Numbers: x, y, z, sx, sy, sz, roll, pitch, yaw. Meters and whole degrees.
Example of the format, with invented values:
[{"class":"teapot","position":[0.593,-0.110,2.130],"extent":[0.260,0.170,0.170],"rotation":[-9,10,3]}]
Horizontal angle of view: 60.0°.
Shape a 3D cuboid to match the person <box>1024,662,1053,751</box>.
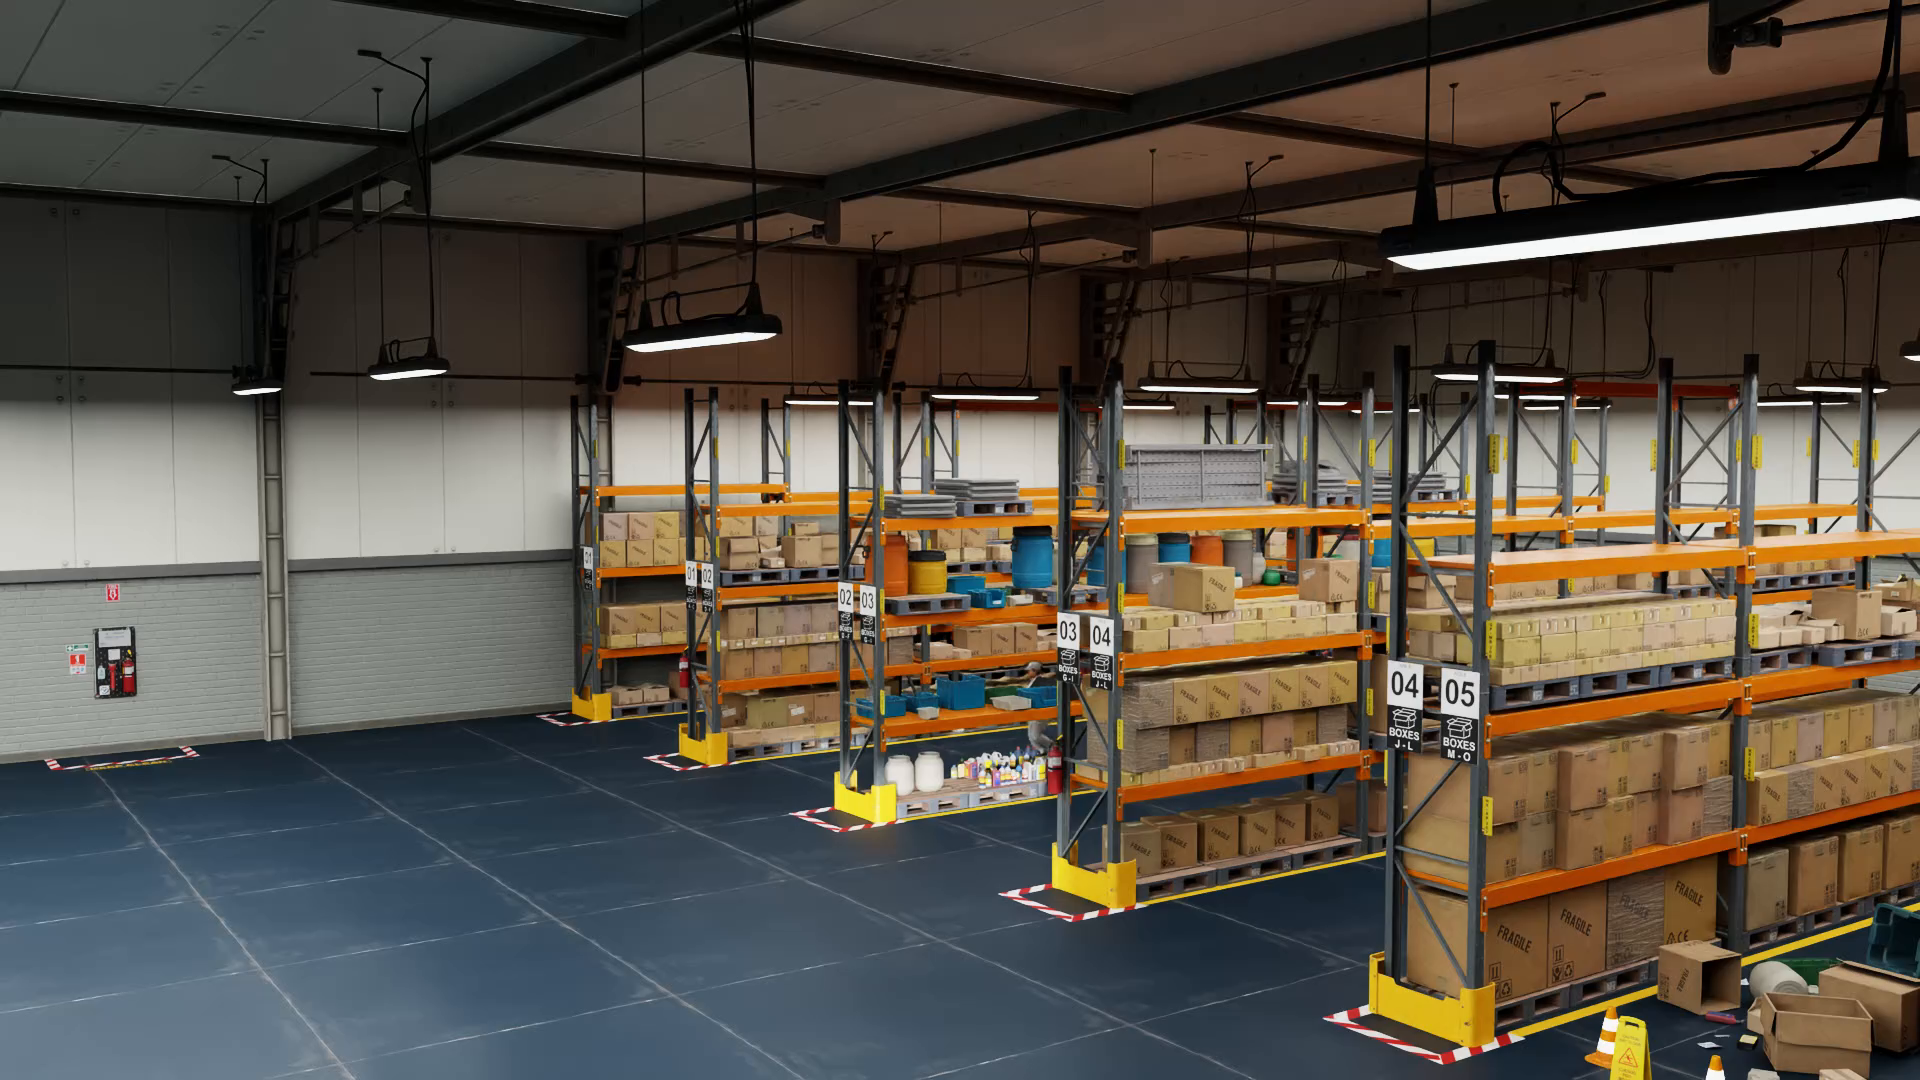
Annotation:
[{"class":"person","position":[1.286,2.758,26.483],"extent":[0.514,1.647,0.553],"rotation":[-1,4,-15]}]
